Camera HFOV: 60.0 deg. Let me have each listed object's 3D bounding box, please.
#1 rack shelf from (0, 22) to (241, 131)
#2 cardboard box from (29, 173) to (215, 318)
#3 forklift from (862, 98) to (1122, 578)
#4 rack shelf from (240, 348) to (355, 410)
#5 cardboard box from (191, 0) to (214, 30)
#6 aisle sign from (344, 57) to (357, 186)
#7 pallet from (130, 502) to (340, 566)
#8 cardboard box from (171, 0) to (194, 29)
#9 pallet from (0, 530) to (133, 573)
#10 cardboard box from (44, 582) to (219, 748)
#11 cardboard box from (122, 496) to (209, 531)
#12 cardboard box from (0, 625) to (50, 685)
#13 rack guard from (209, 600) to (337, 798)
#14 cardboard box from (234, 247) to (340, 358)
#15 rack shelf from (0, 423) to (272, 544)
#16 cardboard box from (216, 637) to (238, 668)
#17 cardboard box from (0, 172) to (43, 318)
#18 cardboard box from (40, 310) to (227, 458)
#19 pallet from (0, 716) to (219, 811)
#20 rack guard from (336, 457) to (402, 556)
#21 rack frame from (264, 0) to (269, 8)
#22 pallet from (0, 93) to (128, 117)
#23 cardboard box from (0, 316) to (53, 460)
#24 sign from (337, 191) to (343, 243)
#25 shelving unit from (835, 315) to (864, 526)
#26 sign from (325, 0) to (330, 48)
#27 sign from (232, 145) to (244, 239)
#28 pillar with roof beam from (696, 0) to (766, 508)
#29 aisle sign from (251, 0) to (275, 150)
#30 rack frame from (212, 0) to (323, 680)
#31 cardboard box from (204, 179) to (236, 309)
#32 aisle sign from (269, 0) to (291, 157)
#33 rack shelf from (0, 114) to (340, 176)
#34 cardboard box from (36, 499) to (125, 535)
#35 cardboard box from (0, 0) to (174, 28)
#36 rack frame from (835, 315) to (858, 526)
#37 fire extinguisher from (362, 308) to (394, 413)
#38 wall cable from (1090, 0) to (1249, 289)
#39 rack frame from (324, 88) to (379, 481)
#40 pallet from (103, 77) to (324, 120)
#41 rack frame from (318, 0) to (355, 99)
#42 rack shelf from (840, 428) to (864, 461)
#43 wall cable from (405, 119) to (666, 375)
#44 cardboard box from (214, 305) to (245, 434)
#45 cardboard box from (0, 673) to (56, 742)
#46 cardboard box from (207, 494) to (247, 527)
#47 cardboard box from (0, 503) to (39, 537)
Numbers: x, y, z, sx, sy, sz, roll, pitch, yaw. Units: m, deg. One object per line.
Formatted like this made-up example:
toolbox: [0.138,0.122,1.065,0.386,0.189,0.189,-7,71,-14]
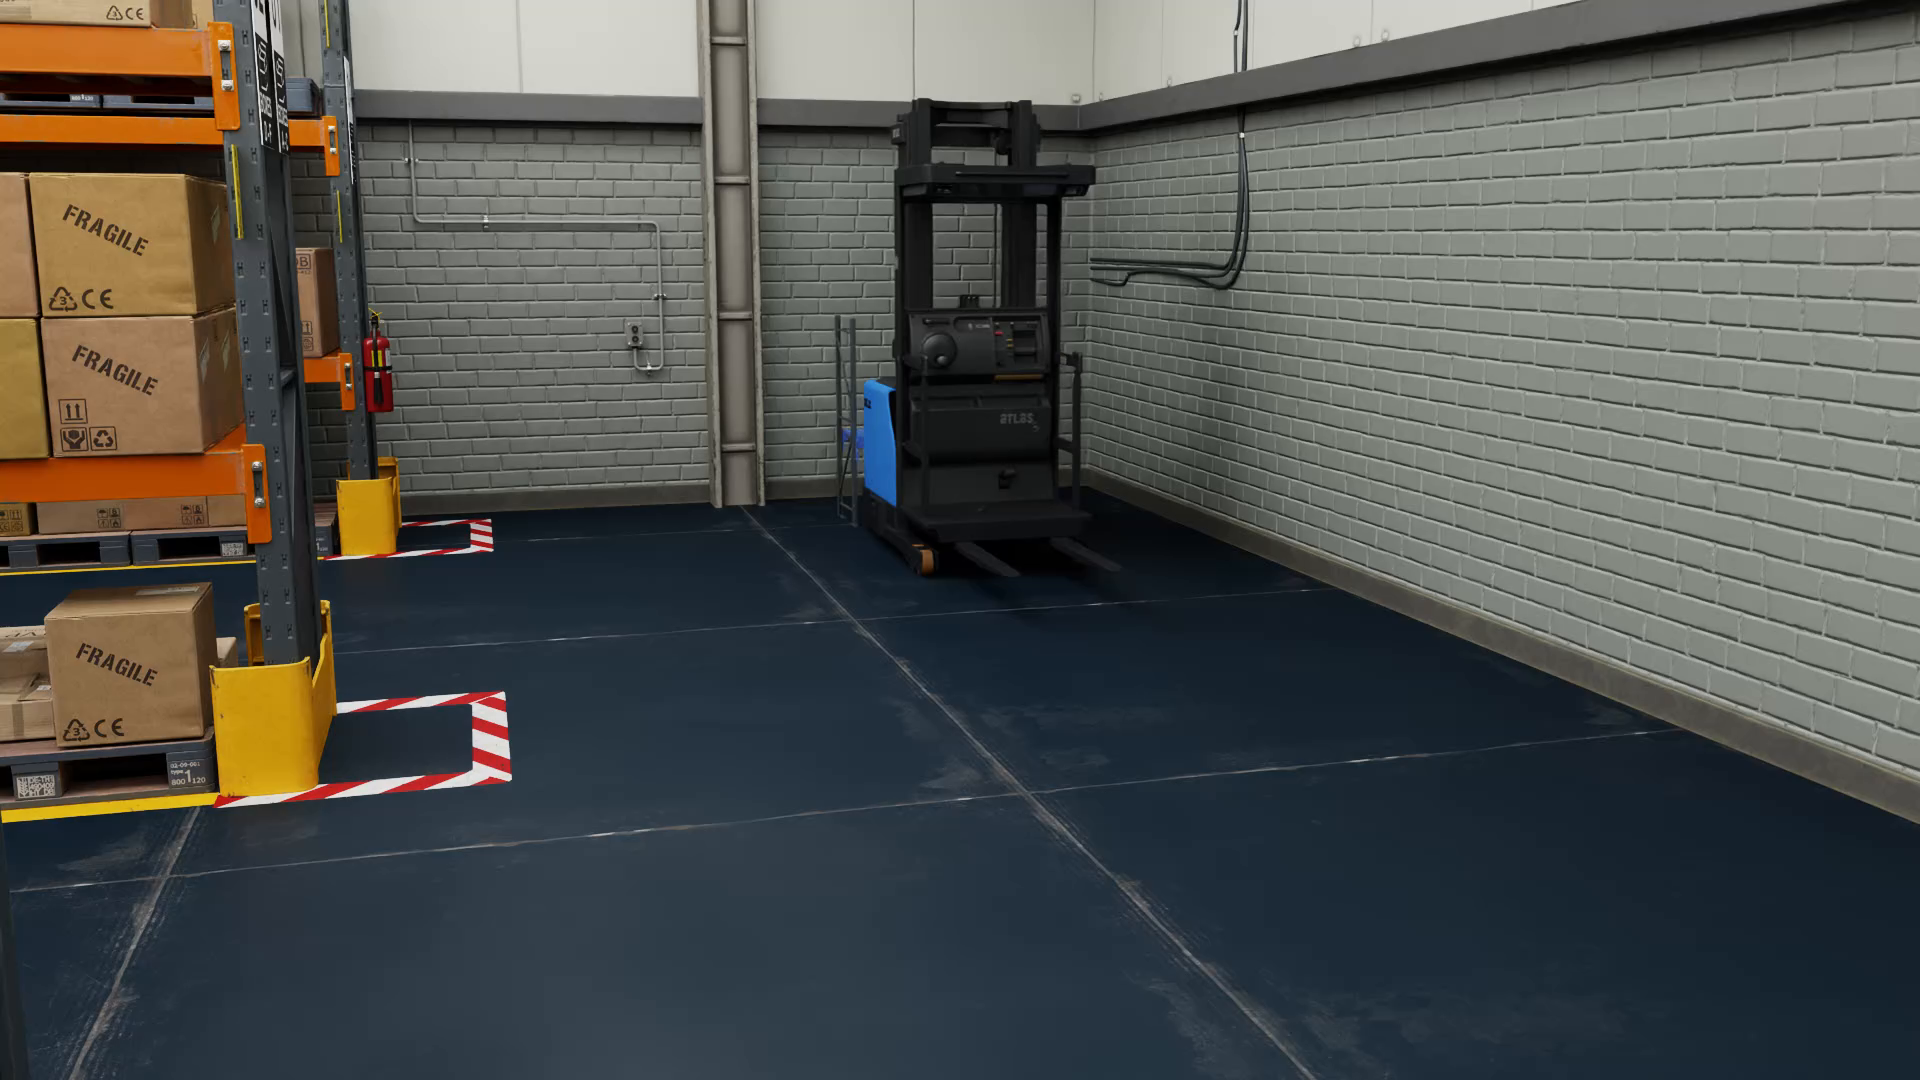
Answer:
rack shelf: [-4.635,-1.635,5.844,4.000,0.370,1.077,-3,11,-16]
cardboard box: [-3.065,-1.085,6.119,0.500,0.500,0.500,-3,11,-16]
forklift: [0.188,-1.299,10.509,1.130,2.935,3.031,-3,11,-15]
rack shelf: [-6.023,-1.021,10.792,4.000,0.370,1.077,-3,11,-16]
cardboard box: [-4.729,-3.417,10.445,0.500,0.500,0.500,-3,11,-16]
aisle sign: [-3.950,-2.706,10.778,0.004,0.787,0.394,-3,11,-16]
pallet: [-4.849,-0.050,11.236,1.213,0.211,1.003,-3,11,-16]
cardboard box: [-3.279,-2.034,6.441,0.500,0.250,0.500,-3,11,-16]
pallet: [-6.018,0.011,10.904,1.213,0.211,1.003,-3,11,-16]
cardboard box: [-3.168,0.469,6.405,0.500,0.500,0.500,-3,11,-16]
cardboard box: [-5.227,-0.375,11.041,0.500,0.500,0.700,-3,11,-16]
cardboard box: [-3.796,0.525,6.790,0.500,0.250,0.500,-3,11,-16]
rack guard: [-2.788,0.619,6.806,0.348,0.500,1.175,-3,11,-16]
cardboard box: [-4.590,-1.596,11.100,0.700,0.700,0.980,-3,11,-13]
rack shelf: [-4.635,-0.160,6.115,4.000,0.370,1.077,-3,11,-16]
cardboard box: [-3.213,0.533,7.028,0.250,0.149,0.380,-3,11,-16]
cardboard box: [-3.550,-1.059,5.979,0.500,0.500,0.500,-3,11,-14]
cardboard box: [-3.069,-0.594,6.211,0.500,0.500,0.500,-3,11,-14]
pallet: [-3.553,0.801,6.612,1.213,0.211,1.003,-3,11,-16]
rack guard: [-4.080,-0.247,11.510,0.348,0.500,1.175,-3,11,-16]
rack frame: [-2.715,-3.565,6.057,0.127,3.000,1.000,-3,11,-16]
pallet: [-5.986,-2.805,10.460,1.213,0.211,1.003,-3,11,-16]
cardboard box: [-3.566,-0.567,6.065,0.500,0.500,0.500,-3,11,-15]
sign: [-3.965,-2.066,10.634,0.005,0.325,0.100,-3,11,-16]
shelving unit: [-0.349,-0.908,12.335,1.048,1.500,0.538,-3,11,-17]
sign: [-3.965,-3.252,10.416,0.005,0.325,0.100,-3,11,-16]
sign: [-2.579,-1.242,5.937,0.005,0.325,0.100,-3,11,-16]
pillar with roof beam: [-0.549,-3.965,8.227,0.400,9.000,9.100,-3,11,-16]
aisle sign: [-2.564,-1.843,6.094,0.004,0.787,0.394,-3,11,-16]
rack frame: [-2.715,-0.615,6.600,0.127,3.000,1.000,-3,11,-16]
cardboard box: [-3.214,-1.179,6.628,0.500,0.500,0.500,-3,11,-14]
aisle sign: [-2.731,-1.948,6.661,0.004,0.787,0.394,-3,11,-16]
rack shelf: [-6.023,-2.496,10.521,4.000,0.370,1.077,-3,11,-16]
cardboard box: [-5.710,-0.349,10.902,0.500,0.500,0.700,-3,11,-18]
cardboard box: [-3.134,-1.944,5.952,0.500,0.250,0.500,-3,11,-16]
rack frame: [-0.834,-0.880,12.183,0.032,1.500,0.500,-3,11,-17]
fire extinguisher: [-3.829,-1.182,10.923,0.183,0.674,0.296,-3,11,-16]
wall cable: [1.428,-3.123,12.232,0.112,2.526,3.097,-3,11,-16]
rack frame: [-4.103,-1.476,11.277,0.127,3.000,1.000,-3,11,-16]
pallet: [-4.812,-2.868,10.799,1.213,0.211,1.003,-3,11,-16]
rack frame: [-4.103,-4.426,10.734,0.127,3.000,1.000,-3,11,-16]
rack shelf: [-0.349,-0.731,12.367,1.000,0.185,0.538,-3,11,-17]
wall cable: [-3.138,-2.204,12.430,1.851,1.984,0.084,-3,11,-16]
cardboard box: [-3.214,-0.687,6.718,0.500,0.500,0.500,-3,11,-15]
cardboard box: [-3.582,0.638,6.408,0.250,0.166,0.380,-3,11,-16]
cardboard box: [-4.747,-0.400,11.178,0.500,0.500,0.700,-3,11,-16]
cardboard box: [-6.220,-0.321,10.748,0.500,0.500,0.700,-3,11,-15]
